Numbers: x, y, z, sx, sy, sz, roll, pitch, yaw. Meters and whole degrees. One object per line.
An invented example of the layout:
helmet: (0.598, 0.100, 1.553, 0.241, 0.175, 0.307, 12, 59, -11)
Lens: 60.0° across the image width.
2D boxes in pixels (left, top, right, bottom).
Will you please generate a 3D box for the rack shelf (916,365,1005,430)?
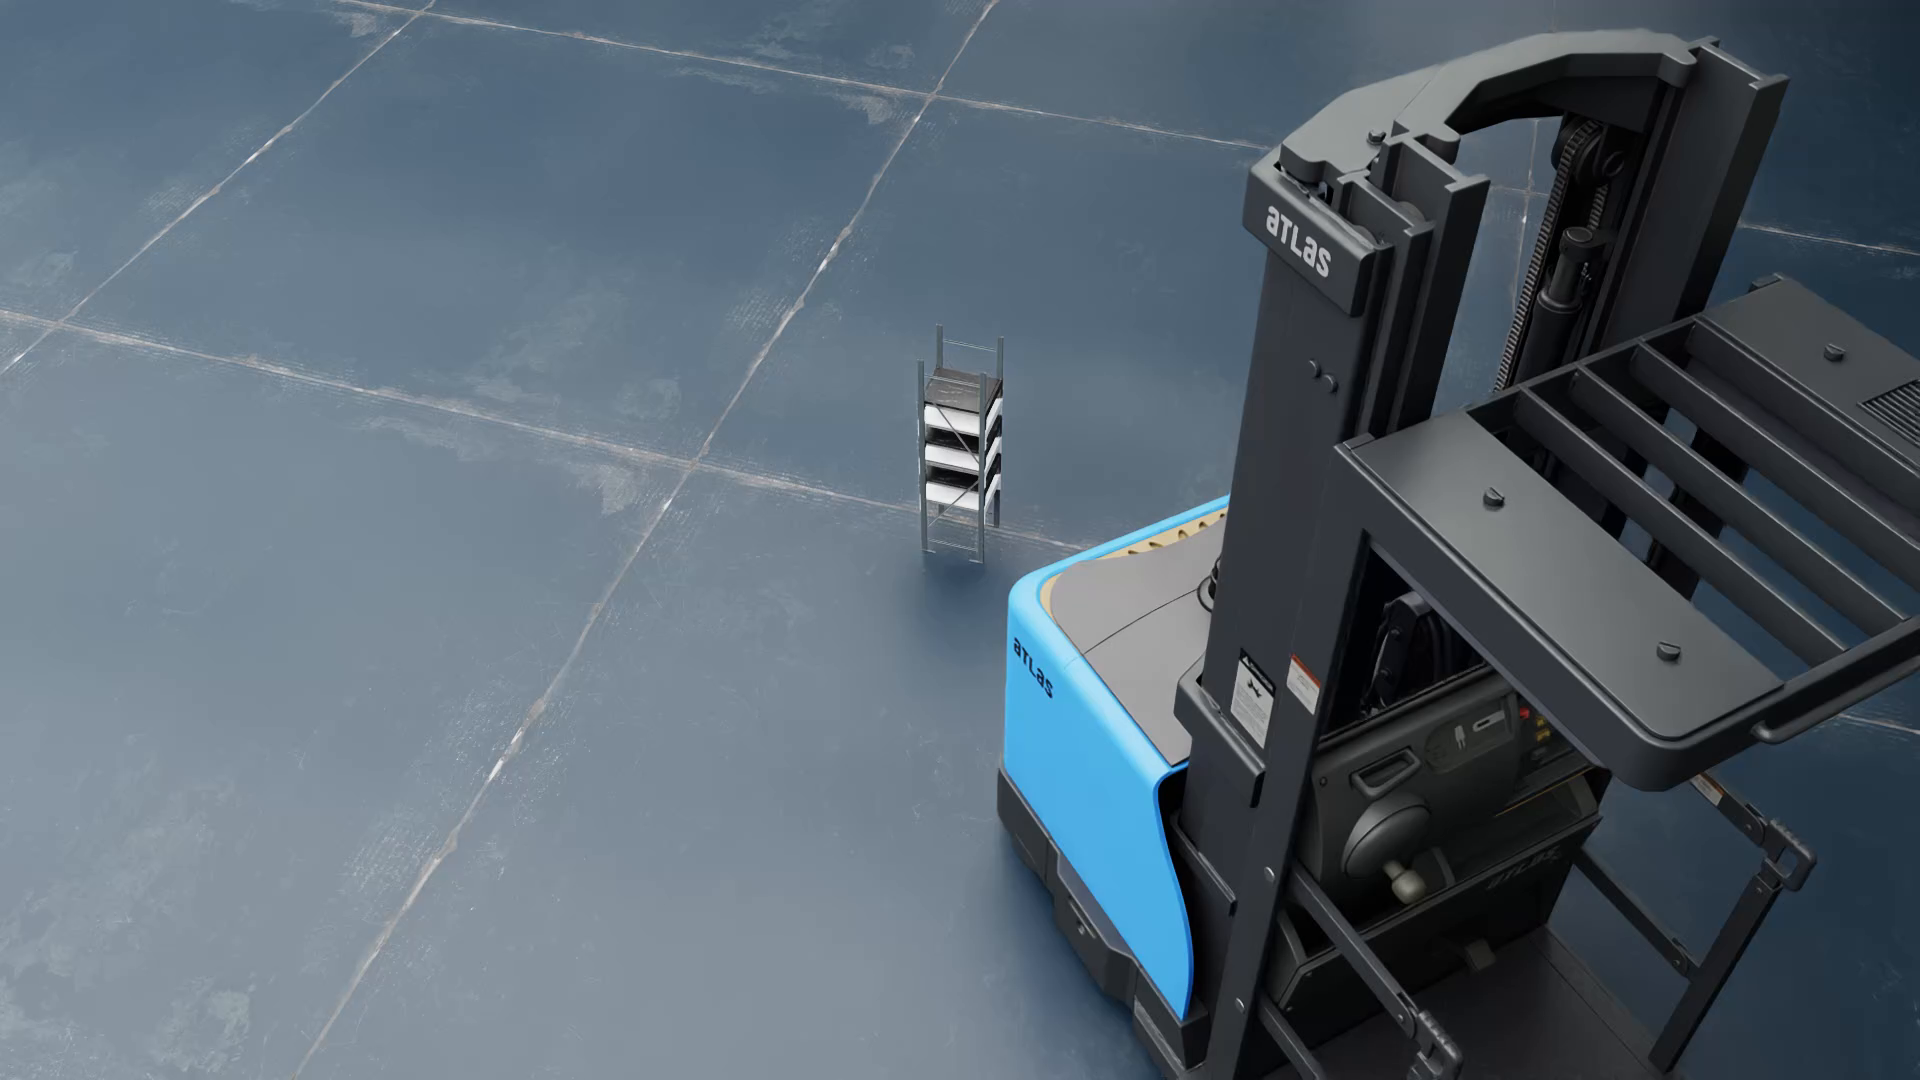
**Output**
rack shelf: (0.002, -0.496, 5.775, 0.258, 0.077, 0.200, 13, 46, 12)

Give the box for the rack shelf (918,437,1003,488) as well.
rack shelf: (0.002, -0.303, 5.964, 0.258, 0.077, 0.200, 13, 46, 12)

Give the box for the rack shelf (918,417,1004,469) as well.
rack shelf: (0.002, -0.368, 5.901, 0.258, 0.077, 0.200, 13, 46, 12)

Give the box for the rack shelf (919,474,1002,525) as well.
rack shelf: (0.002, -0.175, 6.090, 0.258, 0.077, 0.200, 13, 46, 12)

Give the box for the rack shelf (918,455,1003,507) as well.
rack shelf: (0.002, -0.239, 6.027, 0.258, 0.077, 0.200, 13, 46, 12)

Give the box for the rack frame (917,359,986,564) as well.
rack frame: (-0.028, -0.259, 5.872, 0.240, 0.900, 0.006, 13, 46, 12)

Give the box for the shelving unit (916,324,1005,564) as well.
shelving unit: (0.002, -0.327, 5.941, 0.258, 0.900, 0.210, 13, 46, 12)

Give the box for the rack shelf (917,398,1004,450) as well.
rack shelf: (0.002, -0.432, 5.838, 0.258, 0.077, 0.200, 13, 46, 12)

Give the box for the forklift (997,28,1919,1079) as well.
forklift: (1.263, 0.579, 3.562, 1.130, 2.935, 3.031, -21, 48, -20)

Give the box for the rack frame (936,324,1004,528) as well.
rack frame: (0.033, -0.395, 6.010, 0.240, 0.900, 0.006, 13, 46, 12)
